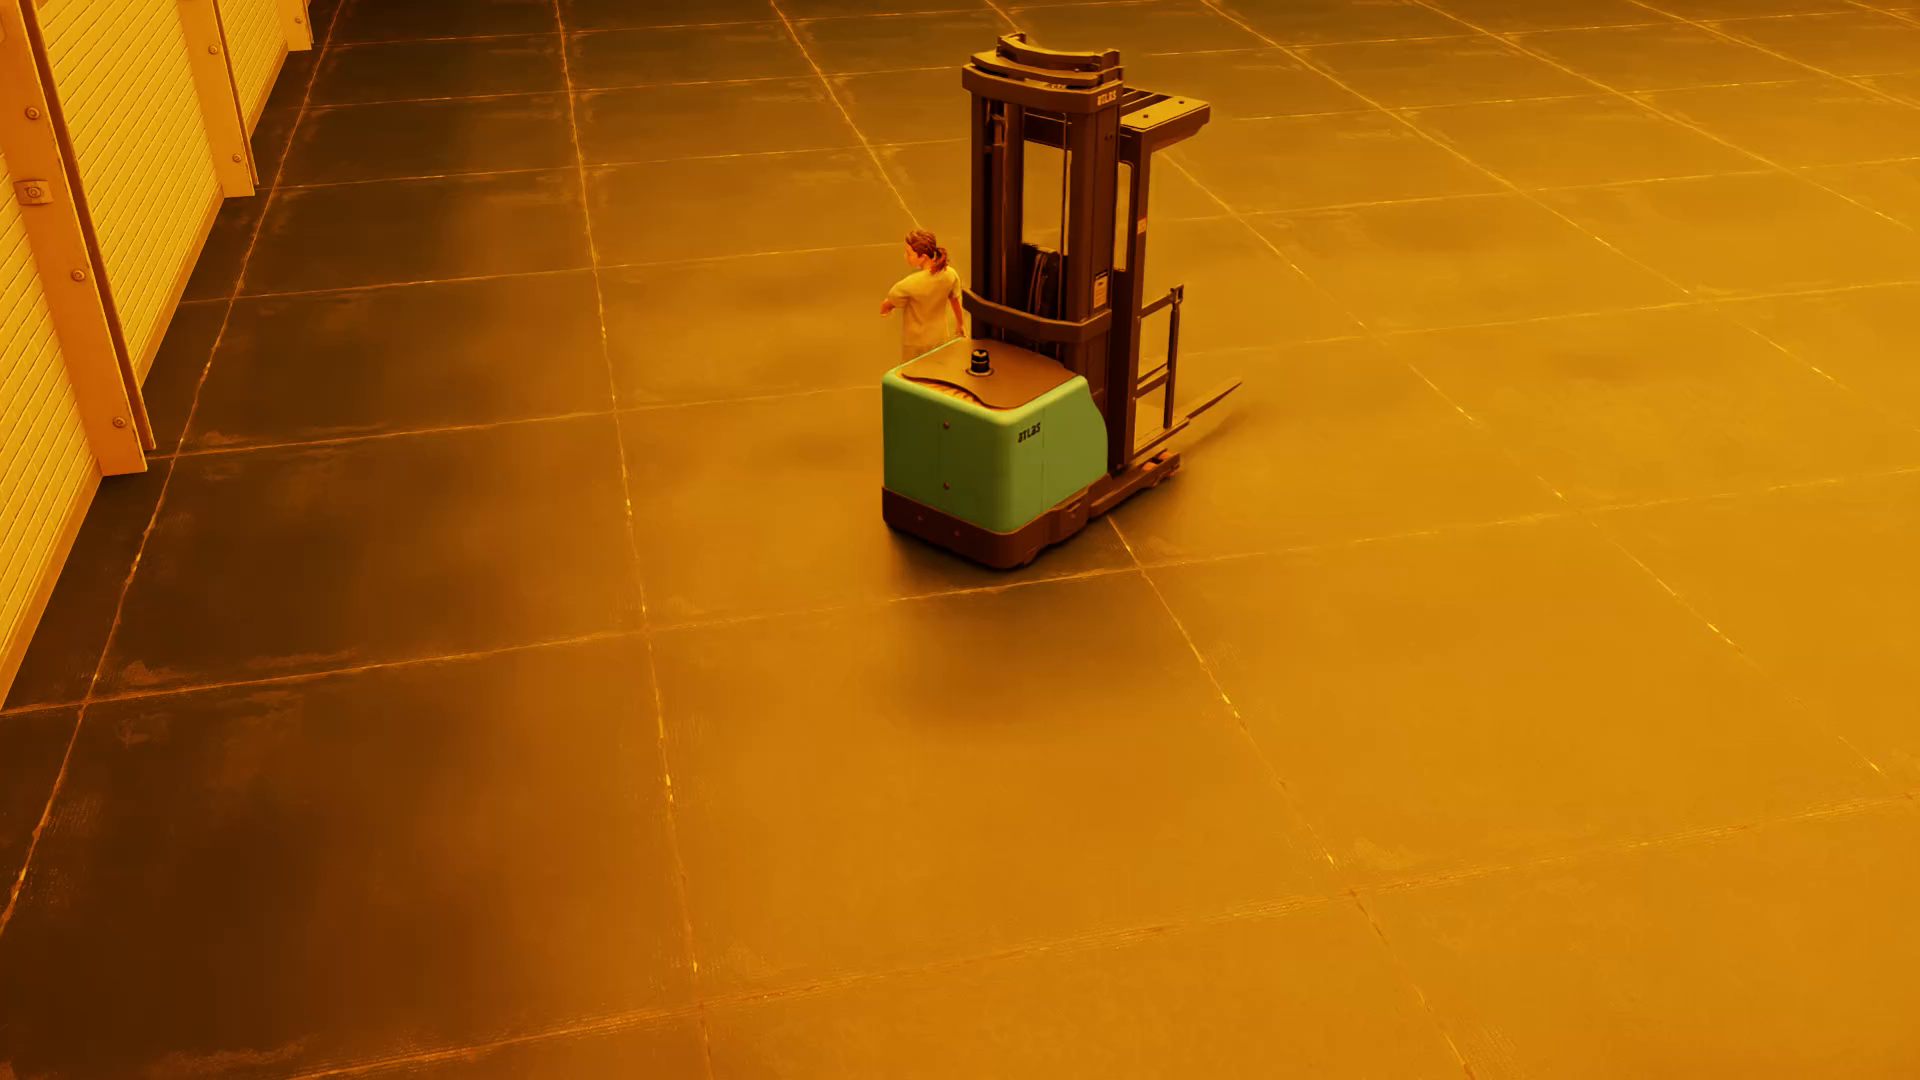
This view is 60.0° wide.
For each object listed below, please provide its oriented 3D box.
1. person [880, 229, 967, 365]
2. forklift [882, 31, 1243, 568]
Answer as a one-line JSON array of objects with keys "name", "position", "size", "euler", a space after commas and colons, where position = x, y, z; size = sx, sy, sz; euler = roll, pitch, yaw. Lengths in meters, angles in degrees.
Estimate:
[{"name": "person", "position": [-0.219, -1.393, 11.331], "size": [0.825, 1.598, 0.599], "euler": [24, 38, 35]}, {"name": "forklift", "position": [0.832, -1.763, 10.620], "size": [1.130, 2.935, 3.031], "euler": [22, 37, 33]}]
